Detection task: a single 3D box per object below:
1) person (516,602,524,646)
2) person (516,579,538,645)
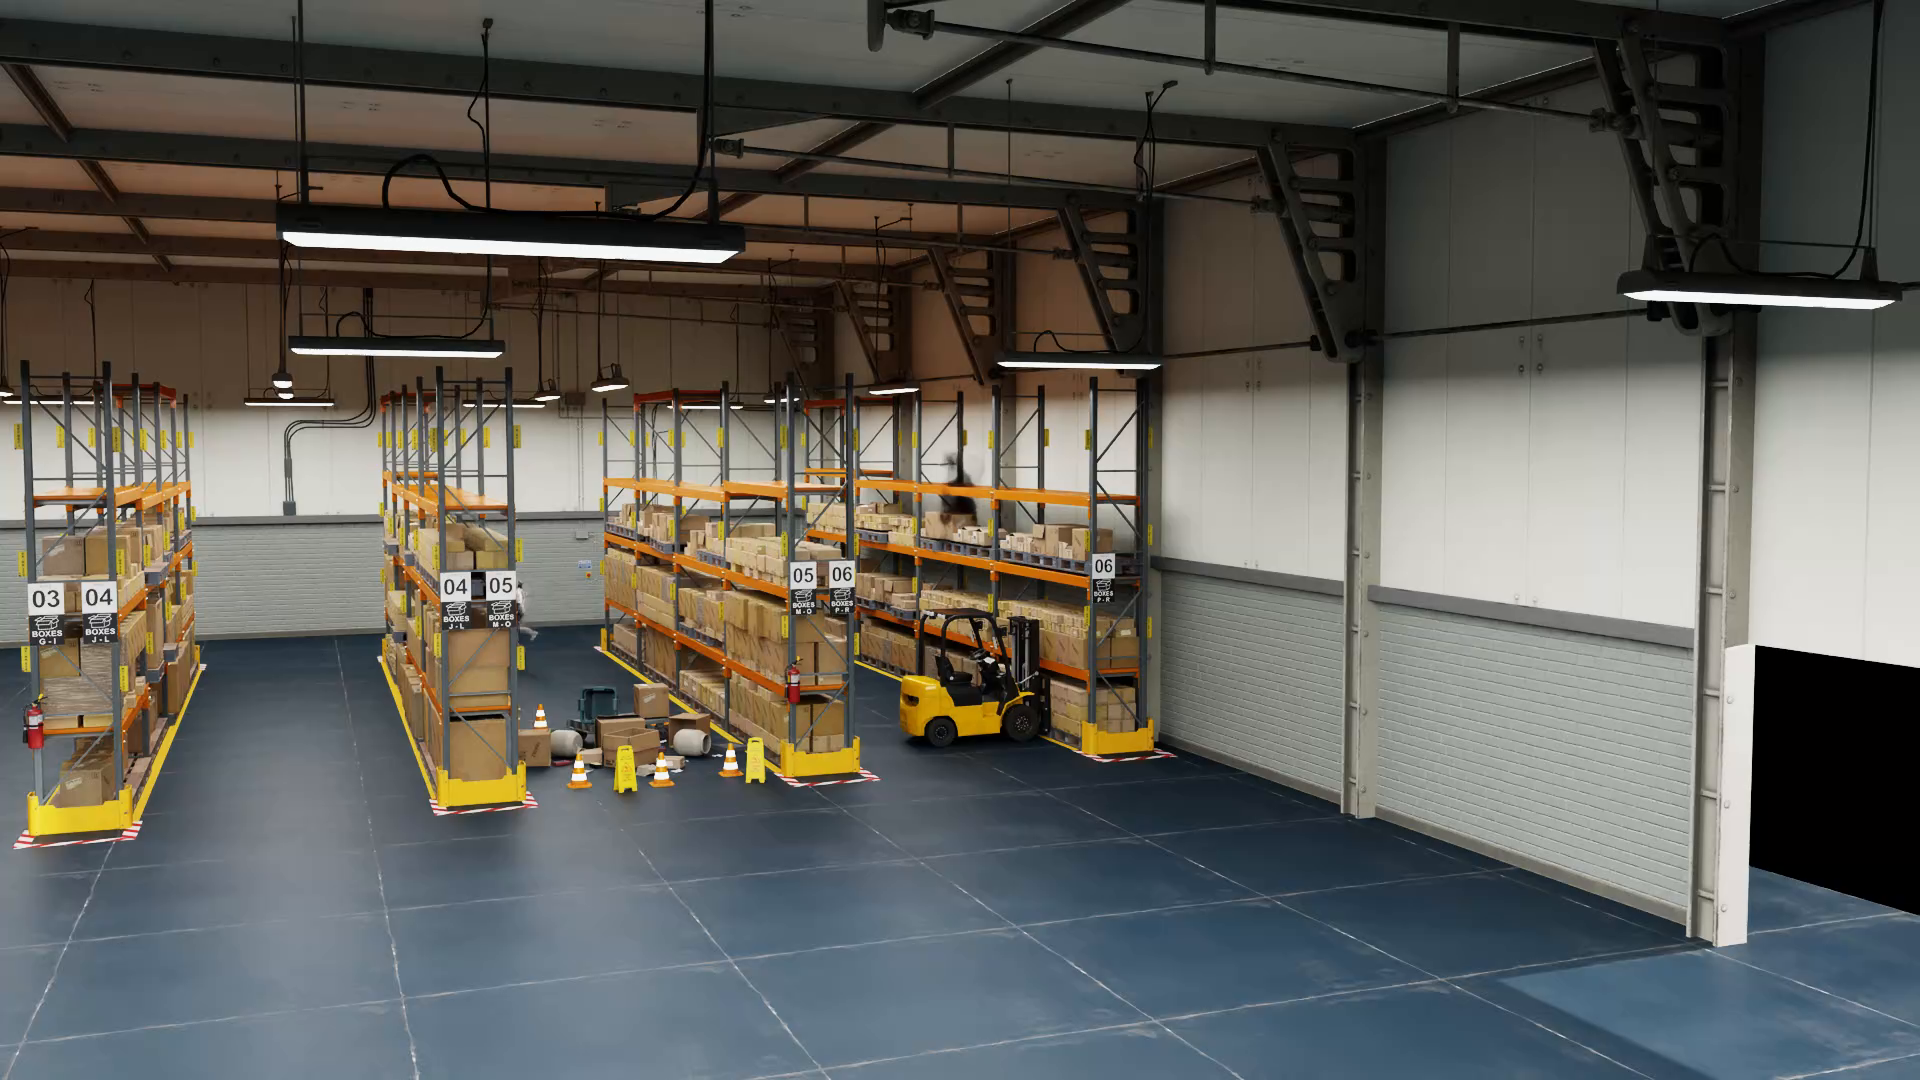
[{"bbox_3d":[-10.029,1.947,36.936,0.660,1.685,0.688,-3,4,-38],"label":"person"},{"bbox_3d":[-10.574,1.758,40.116,0.700,1.695,0.616,-1,4,-12],"label":"person"}]
